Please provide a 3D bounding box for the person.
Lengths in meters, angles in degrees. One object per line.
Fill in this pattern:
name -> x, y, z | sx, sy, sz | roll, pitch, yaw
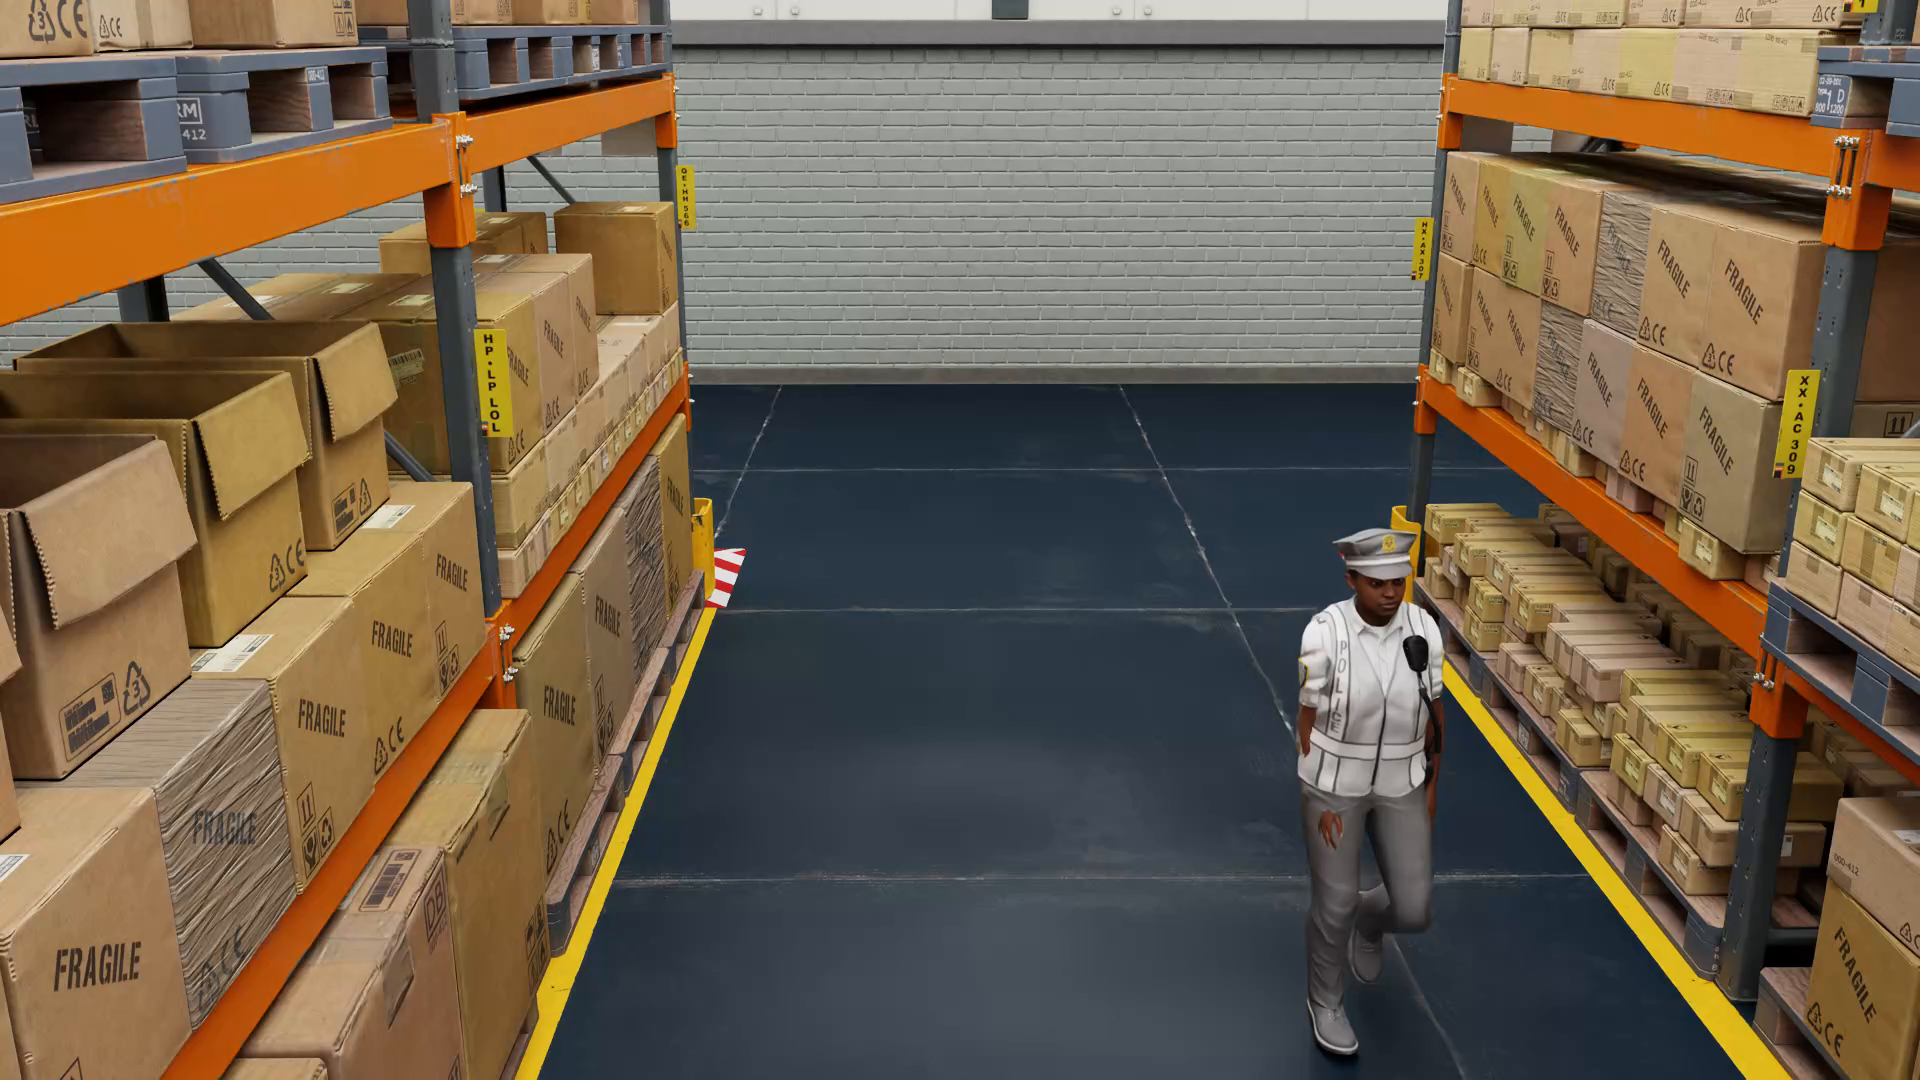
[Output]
person -> 1.231, 0.726, 5.098 | 0.459, 1.677, 0.500 | -1, 17, -2
